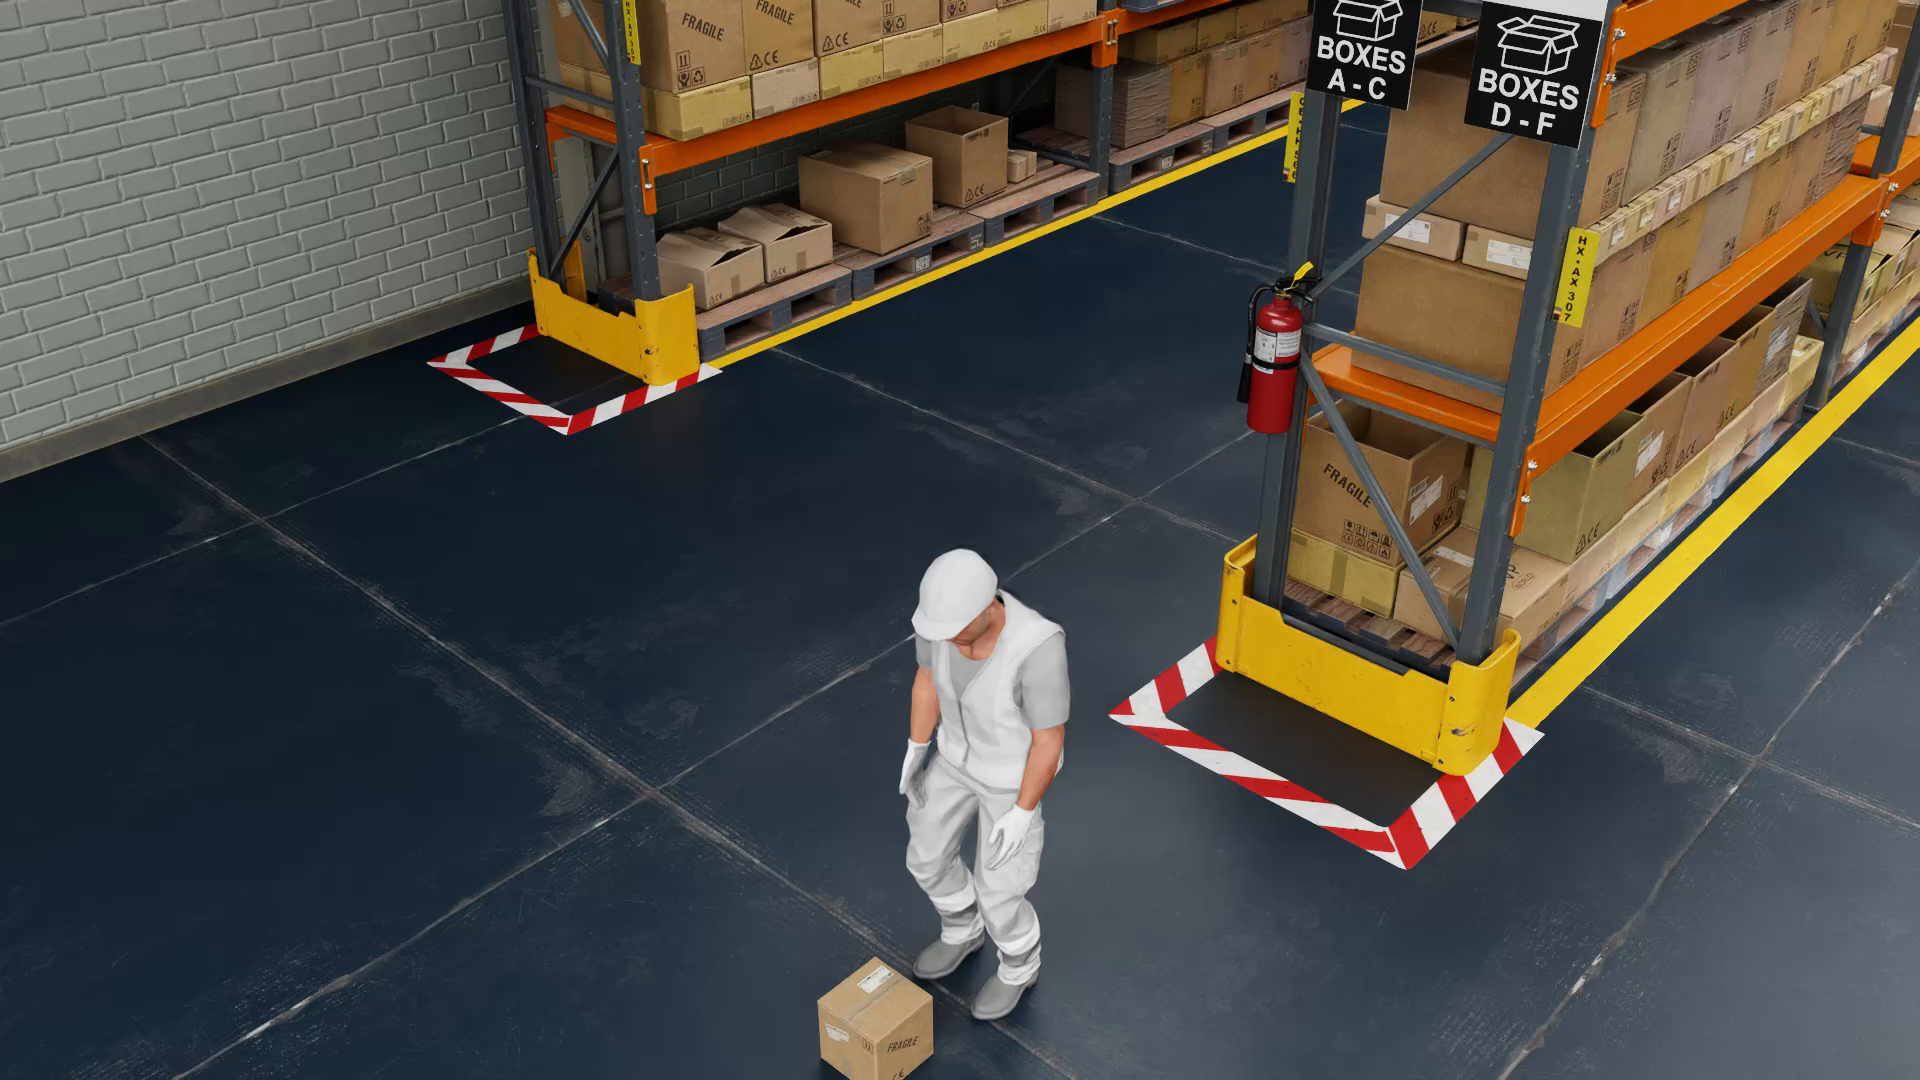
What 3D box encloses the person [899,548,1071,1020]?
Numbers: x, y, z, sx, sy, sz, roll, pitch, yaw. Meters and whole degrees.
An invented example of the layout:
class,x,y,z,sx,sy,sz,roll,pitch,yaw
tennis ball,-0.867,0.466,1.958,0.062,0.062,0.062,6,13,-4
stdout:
class,x,y,z,sx,sy,sz,roll,pitch,yaw
person,0.070,0.722,5.000,0.554,1.698,0.516,26,40,36
